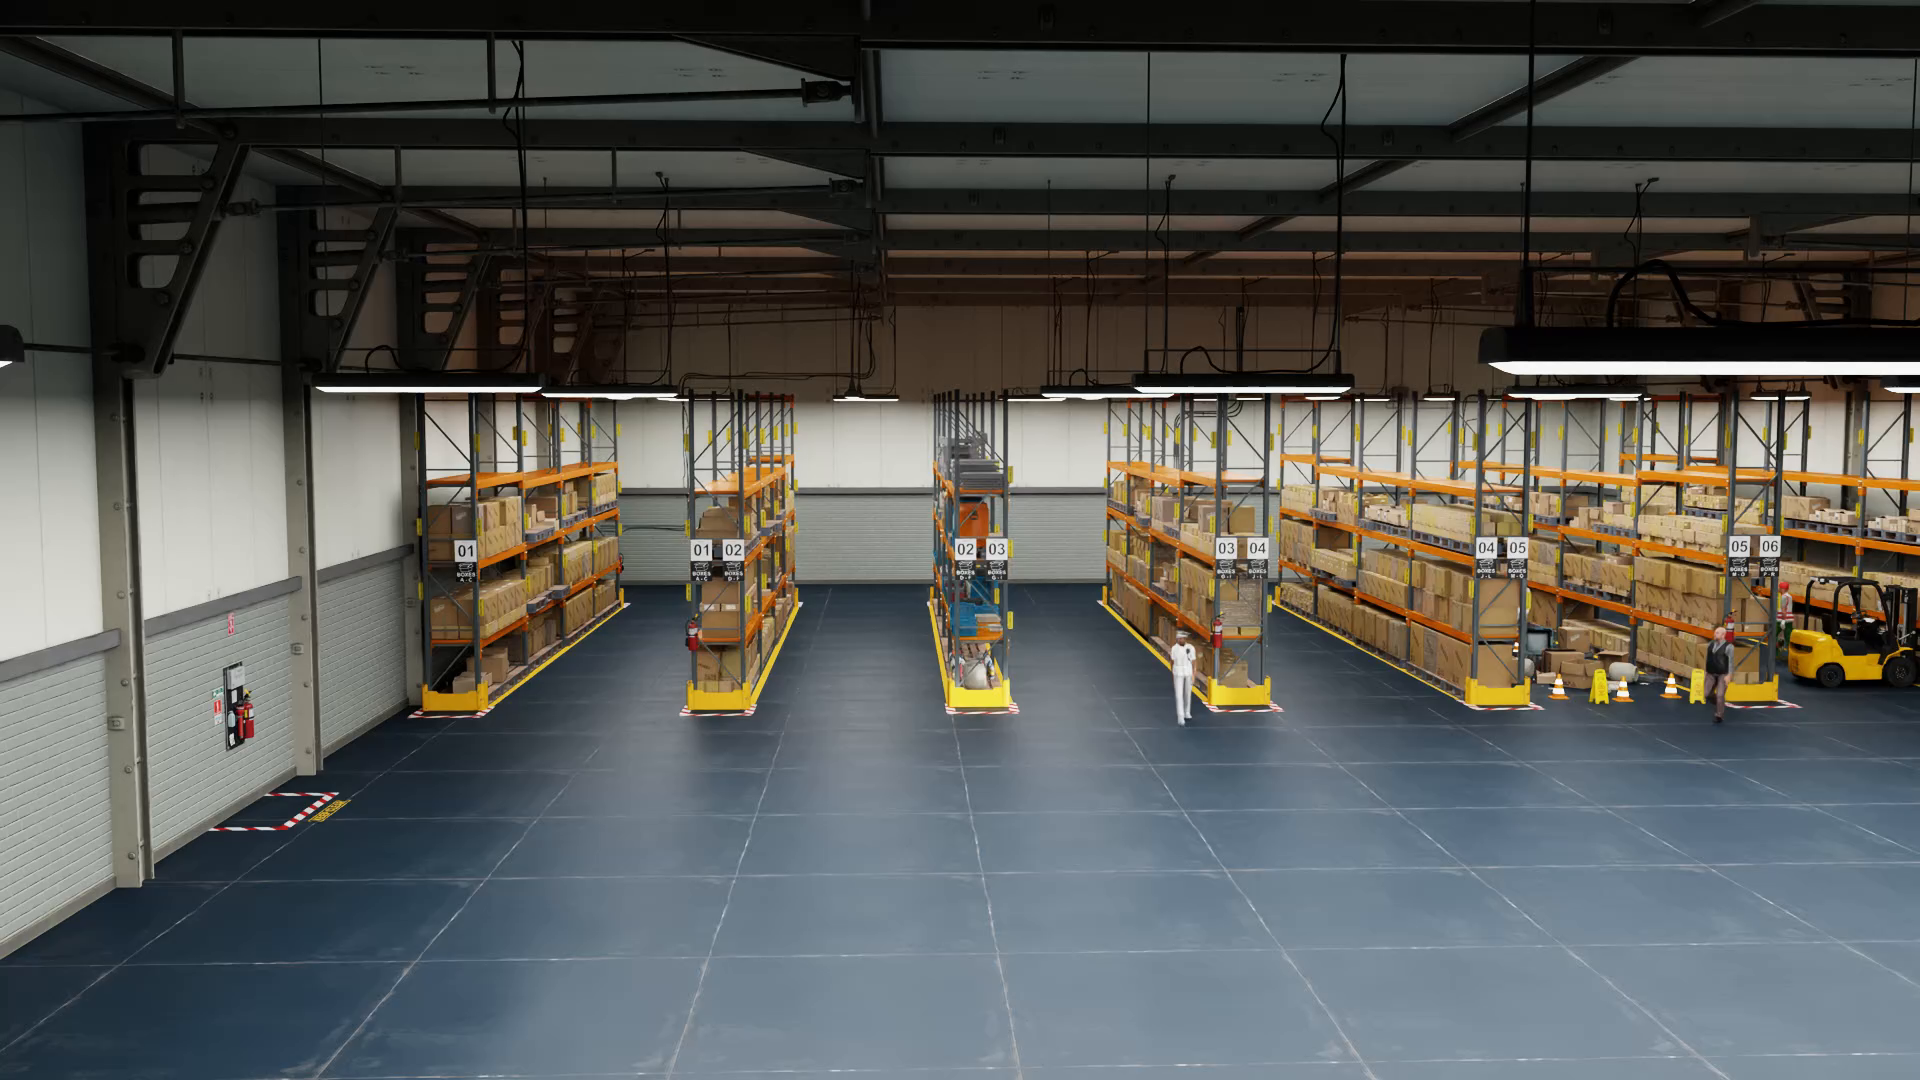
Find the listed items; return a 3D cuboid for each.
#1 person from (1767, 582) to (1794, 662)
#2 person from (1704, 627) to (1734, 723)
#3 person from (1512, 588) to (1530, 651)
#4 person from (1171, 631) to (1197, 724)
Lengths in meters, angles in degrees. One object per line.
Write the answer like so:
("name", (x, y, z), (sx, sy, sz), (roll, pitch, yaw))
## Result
("person", (18.305, 1.837, 36.857), (0.508, 1.806, 0.543), (-1, 5, -14))
("person", (13.688, 2.411, 29.933), (0.610, 1.710, 0.529), (-5, 7, -45))
("person", (12.937, 1.693, 38.393), (0.565, 1.771, 0.496), (-2, 5, -22))
("person", (4.023, 2.445, 29.918), (0.472, 1.637, 0.905), (1, 5, 8))
